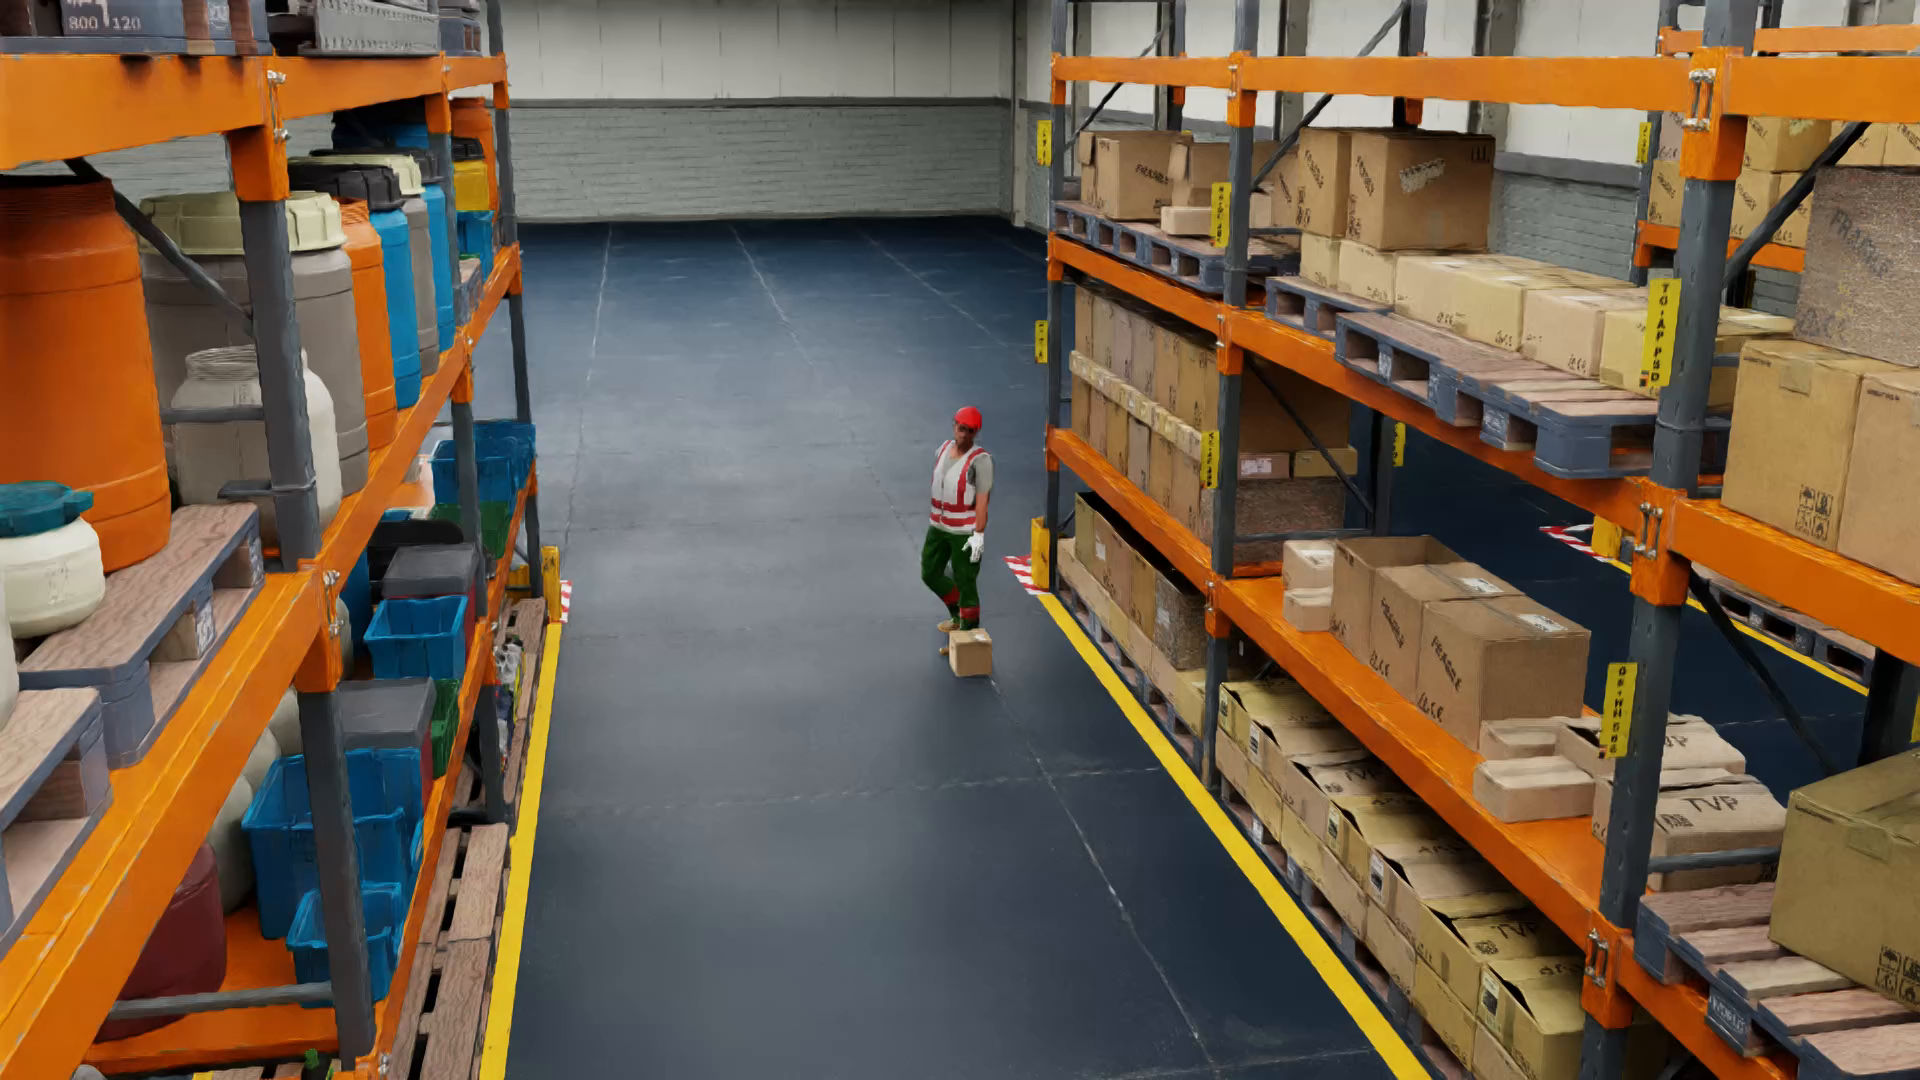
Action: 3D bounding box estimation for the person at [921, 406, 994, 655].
[{"bbox_3d":[-0.008,-0.080,11.744,0.456,1.784,0.598,-15,22,-42],"label":"person"}]
